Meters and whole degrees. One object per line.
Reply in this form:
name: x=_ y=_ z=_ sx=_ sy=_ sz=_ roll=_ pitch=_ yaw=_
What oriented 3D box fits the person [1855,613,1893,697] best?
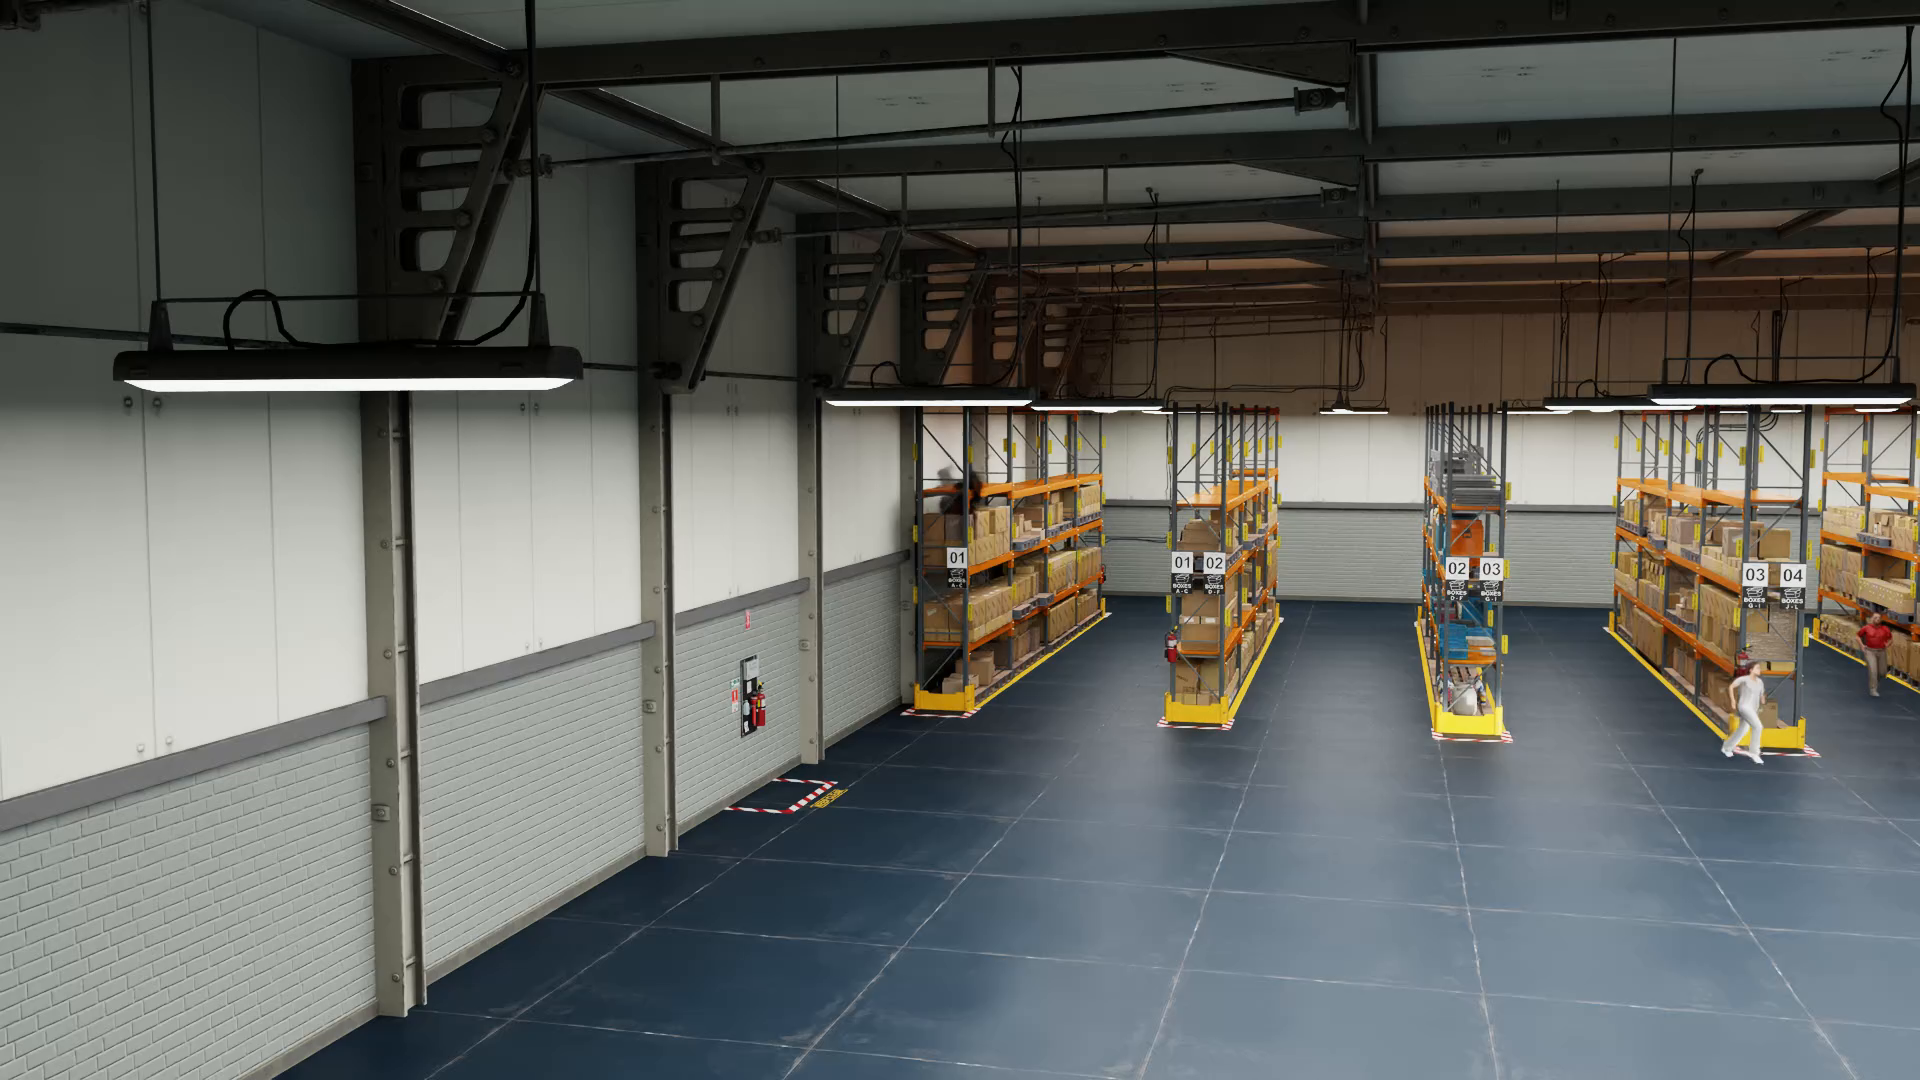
person: x=18.845 y=2.346 z=34.262 sx=0.675 sy=1.689 sz=0.830 roll=1 pitch=4 yaw=14

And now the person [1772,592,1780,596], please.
person: x=20.829 y=1.799 z=42.480 sx=0.616 sy=1.582 sz=0.532 roll=1 pitch=4 yaw=9

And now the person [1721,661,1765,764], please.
person: x=13.159 y=2.840 z=27.719 sx=0.564 sy=1.650 sz=0.807 roll=-2 pitch=5 yaw=-28
